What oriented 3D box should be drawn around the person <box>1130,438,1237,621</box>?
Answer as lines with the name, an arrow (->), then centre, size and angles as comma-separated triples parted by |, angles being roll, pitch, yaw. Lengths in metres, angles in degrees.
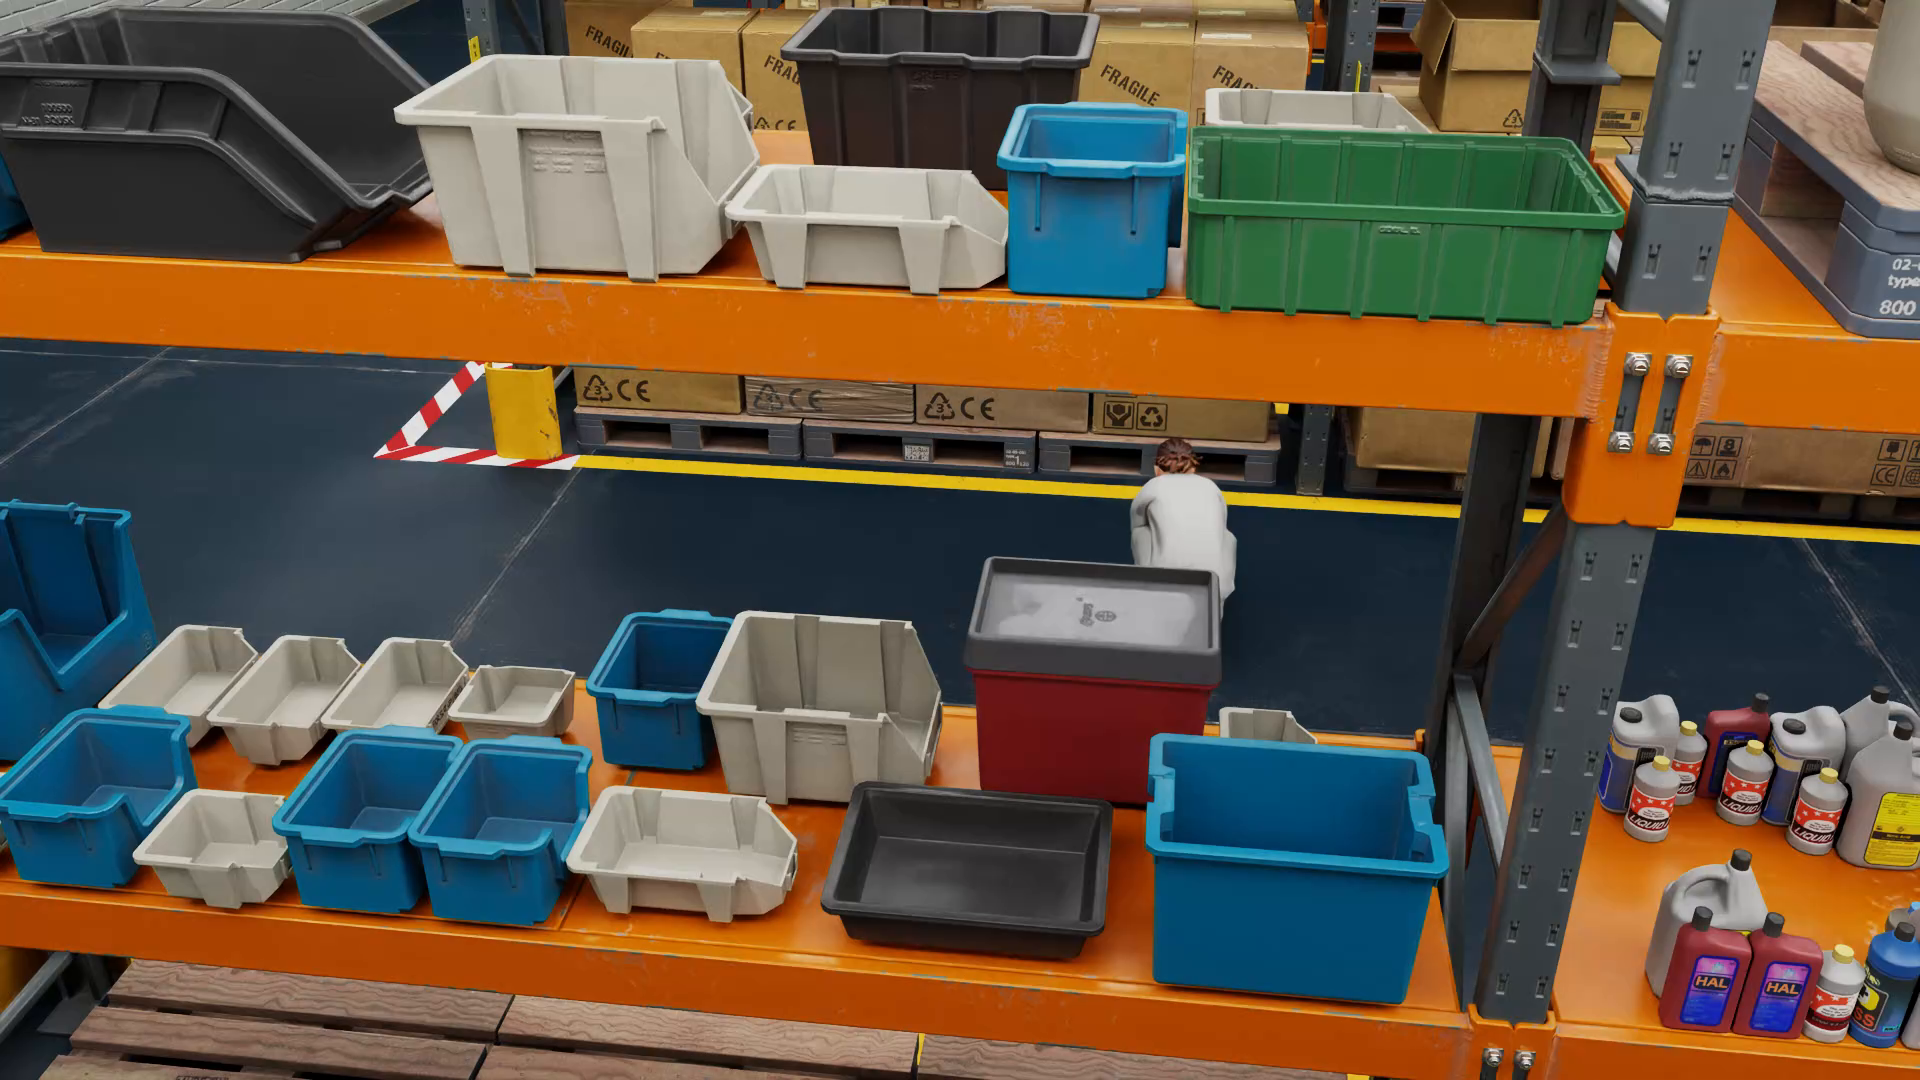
person -> 0.940, 0.077, 7.038 | 0.460, 0.814, 0.828 | 3, 29, 6
